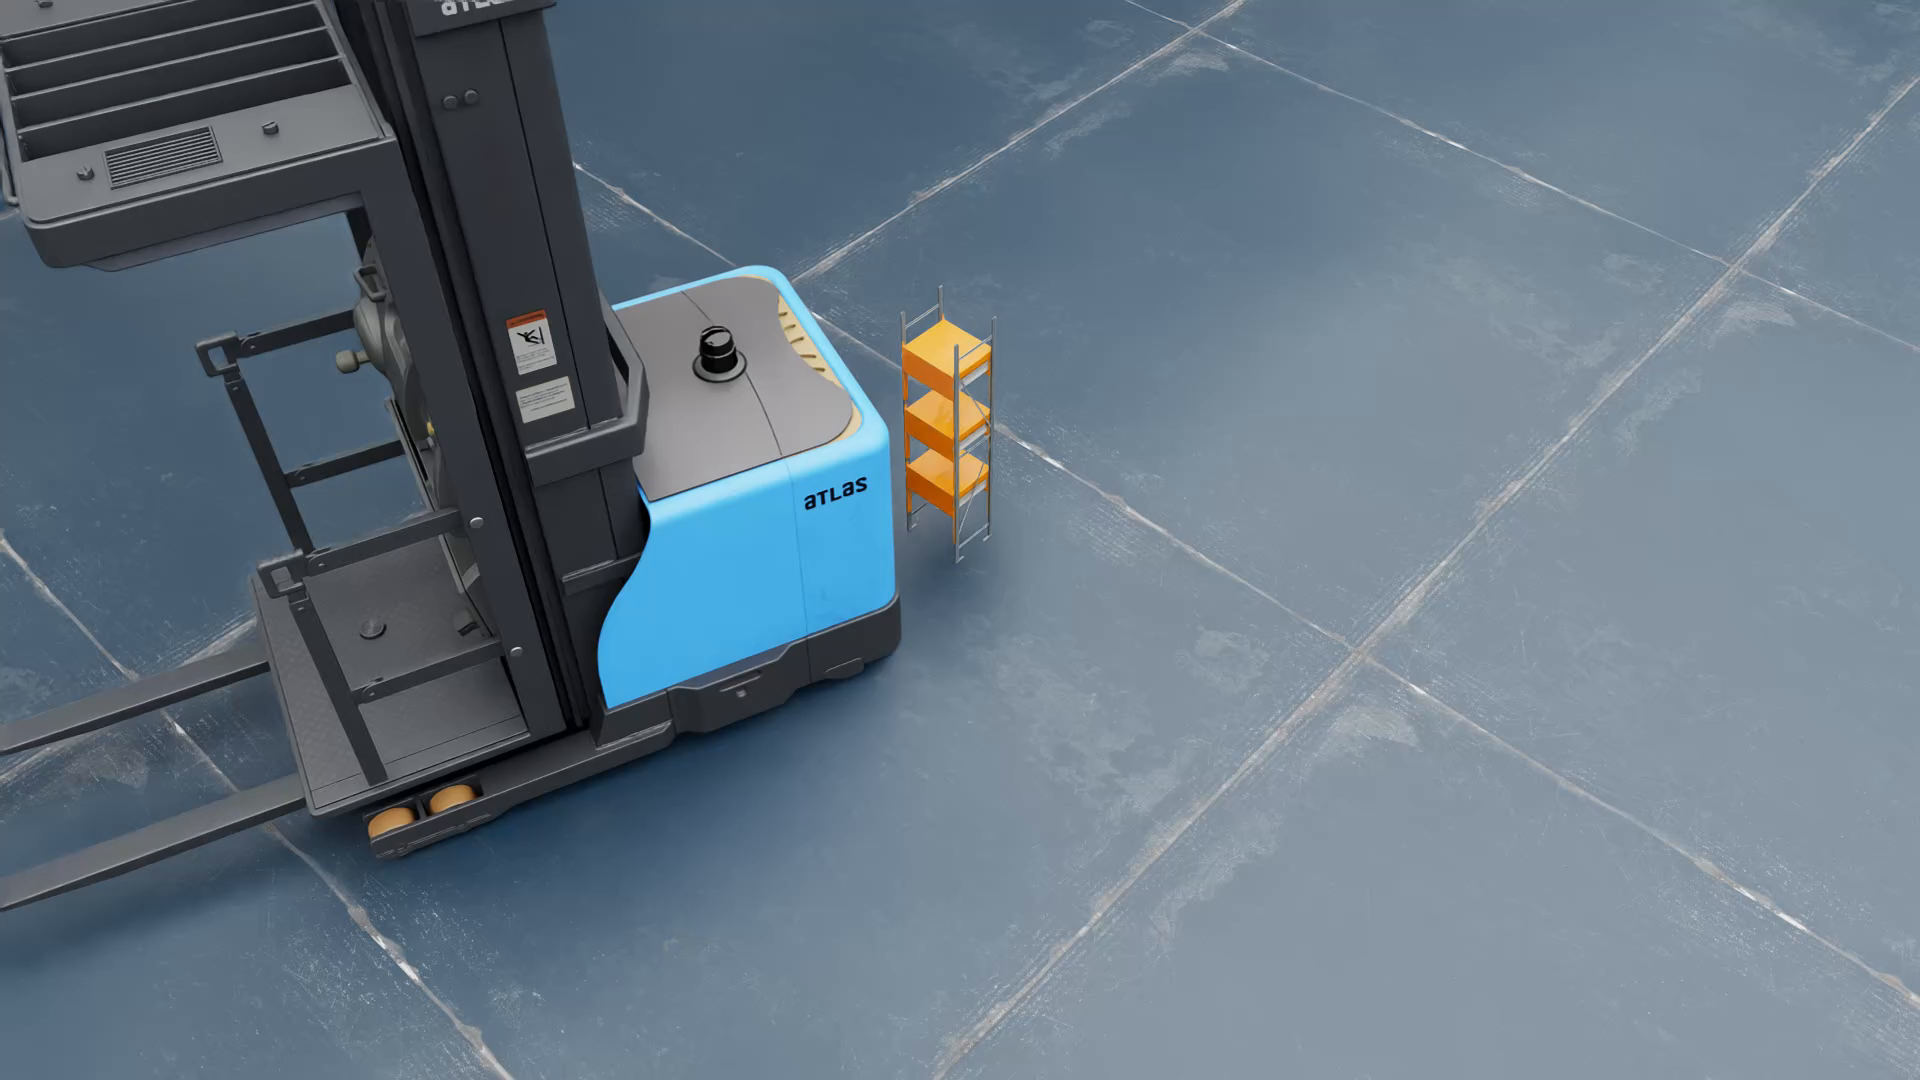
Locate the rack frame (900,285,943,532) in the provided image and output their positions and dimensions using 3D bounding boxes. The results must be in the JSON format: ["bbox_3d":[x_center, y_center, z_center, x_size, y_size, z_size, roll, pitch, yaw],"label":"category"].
[{"bbox_3d":[-0.129,-0.446,5.949,0.008,1.050,0.200,34,55,28],"label":"rack frame"}]

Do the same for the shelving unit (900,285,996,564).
[{"bbox_3d":[-0.039,-0.386,5.892,0.252,1.050,0.215,34,55,28],"label":"shelving unit"}]

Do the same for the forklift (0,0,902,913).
[{"bbox_3d":[-1.759,-0.437,4.649,3.031,2.935,1.130,-20,50,-18],"label":"forklift"}]

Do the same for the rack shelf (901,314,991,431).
[{"bbox_3d":[-0.039,-0.573,5.693,0.240,0.259,0.215,34,55,28],"label":"rack shelf"}]

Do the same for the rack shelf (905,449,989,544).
[{"bbox_3d":[-0.039,-0.188,6.102,0.240,0.259,0.215,34,55,28],"label":"rack shelf"}]

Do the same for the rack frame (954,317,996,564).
[{"bbox_3d":[0.050,-0.325,5.835,0.008,1.050,0.200,34,55,28],"label":"rack frame"}]

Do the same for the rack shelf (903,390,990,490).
[{"bbox_3d":[-0.039,-0.379,5.900,0.240,0.259,0.215,34,55,28],"label":"rack shelf"}]
